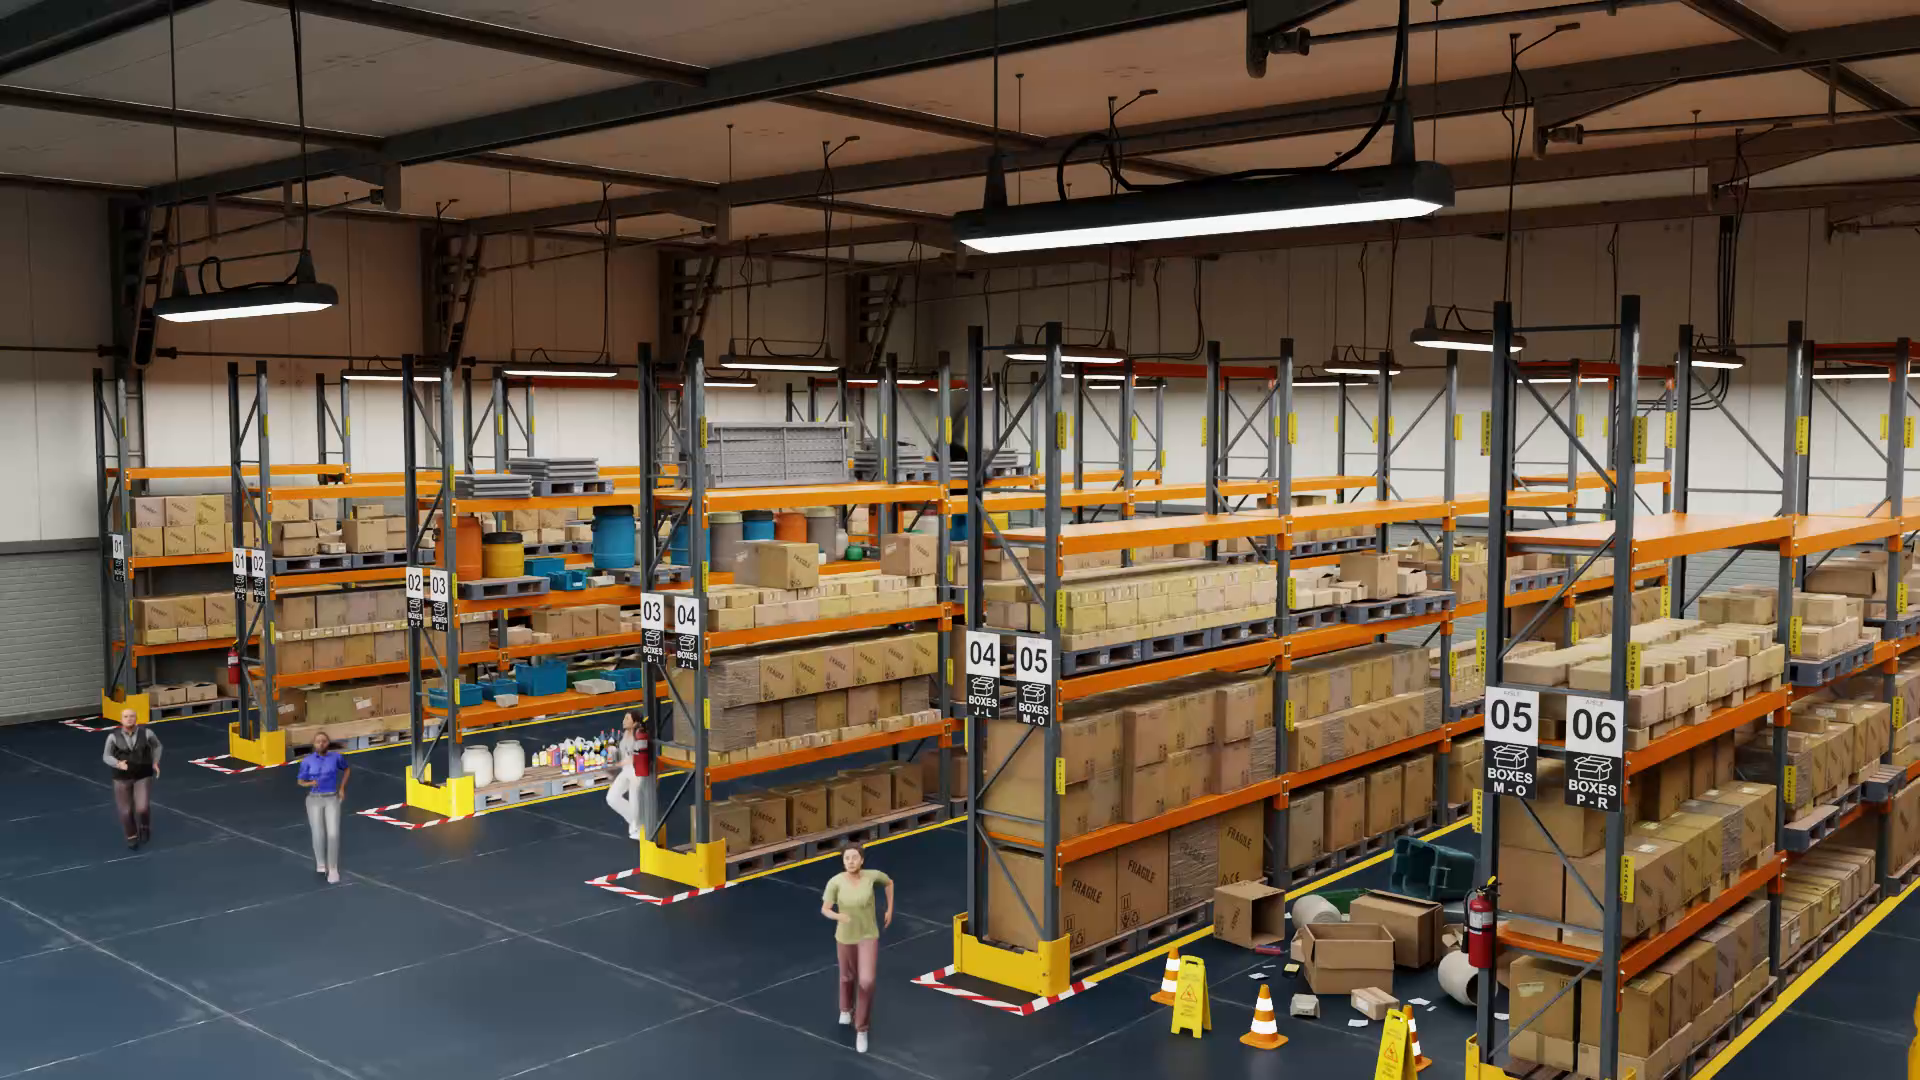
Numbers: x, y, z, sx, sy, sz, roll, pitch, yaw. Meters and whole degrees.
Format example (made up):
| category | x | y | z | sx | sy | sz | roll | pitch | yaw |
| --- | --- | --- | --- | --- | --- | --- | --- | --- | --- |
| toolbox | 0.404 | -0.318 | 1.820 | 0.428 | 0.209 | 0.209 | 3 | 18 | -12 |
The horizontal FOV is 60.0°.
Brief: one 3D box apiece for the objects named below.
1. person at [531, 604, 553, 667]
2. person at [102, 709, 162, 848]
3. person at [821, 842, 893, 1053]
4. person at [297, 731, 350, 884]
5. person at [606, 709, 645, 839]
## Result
| category | x | y | z | sx | sy | sz | roll | pitch | yaw |
| --- | --- | --- | --- | --- | --- | --- | --- | --- | --- |
| person | -7.932 | 2.005 | 31.934 | 0.618 | 1.648 | 0.742 | 4 | 6 | 41 |
| person | -9.864 | 2.856 | 19.841 | 0.643 | 1.682 | 0.603 | -2 | 5 | -25 |
| person | -0.847 | 3.320 | 13.774 | 0.584 | 1.693 | 0.855 | 0 | 4 | 0 |
| person | -7.095 | 2.983 | 18.563 | 0.555 | 1.704 | 0.686 | -1 | 4 | -19 |
| person | -3.977 | 2.856 | 20.217 | 0.565 | 1.626 | 0.610 | 4 | 6 | 41 |
